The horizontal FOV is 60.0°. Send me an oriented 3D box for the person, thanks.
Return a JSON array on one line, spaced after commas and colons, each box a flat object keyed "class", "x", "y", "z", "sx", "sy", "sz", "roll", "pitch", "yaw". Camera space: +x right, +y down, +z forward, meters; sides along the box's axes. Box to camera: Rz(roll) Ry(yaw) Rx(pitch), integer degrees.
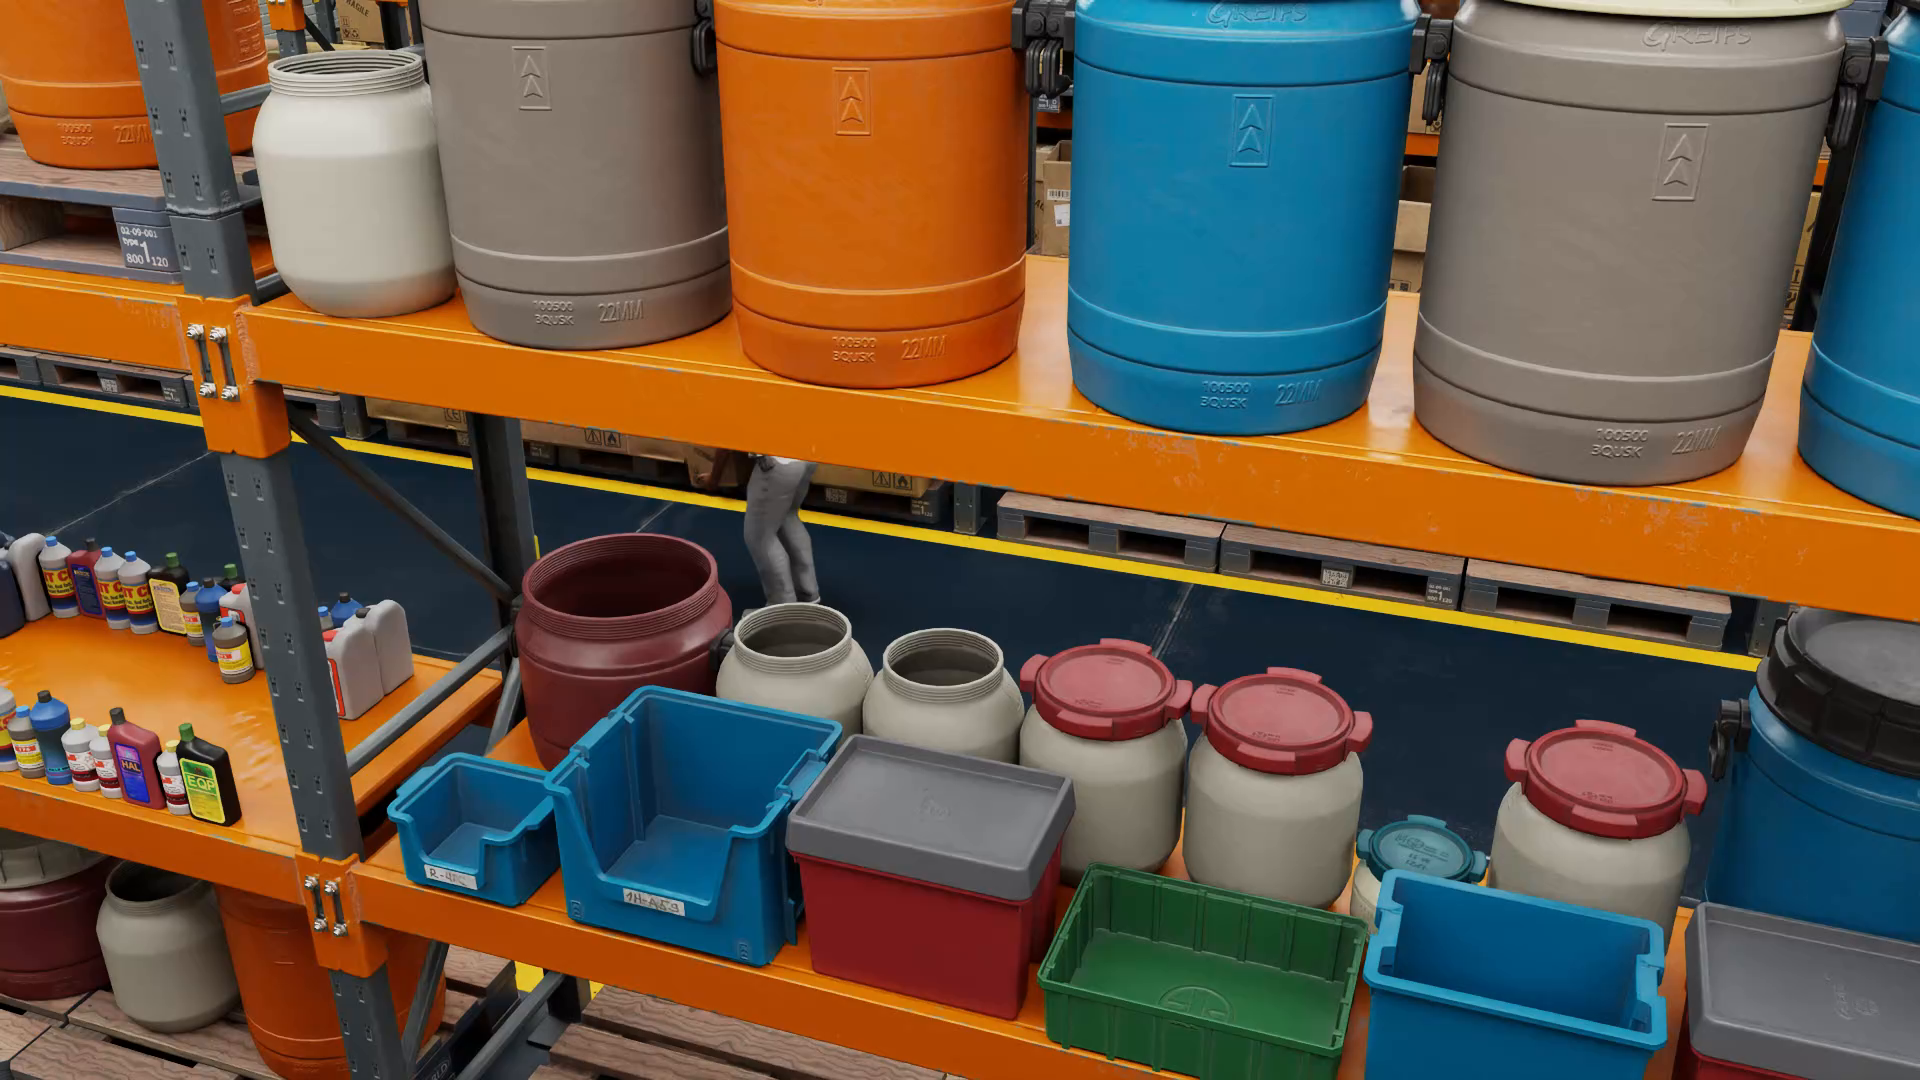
[{"class": "person", "x": -0.957, "y": -0.363, "z": 7.949, "sx": 0.576, "sy": 1.595, "sz": 0.412, "roll": 8, "pitch": 27, "yaw": 17}]
